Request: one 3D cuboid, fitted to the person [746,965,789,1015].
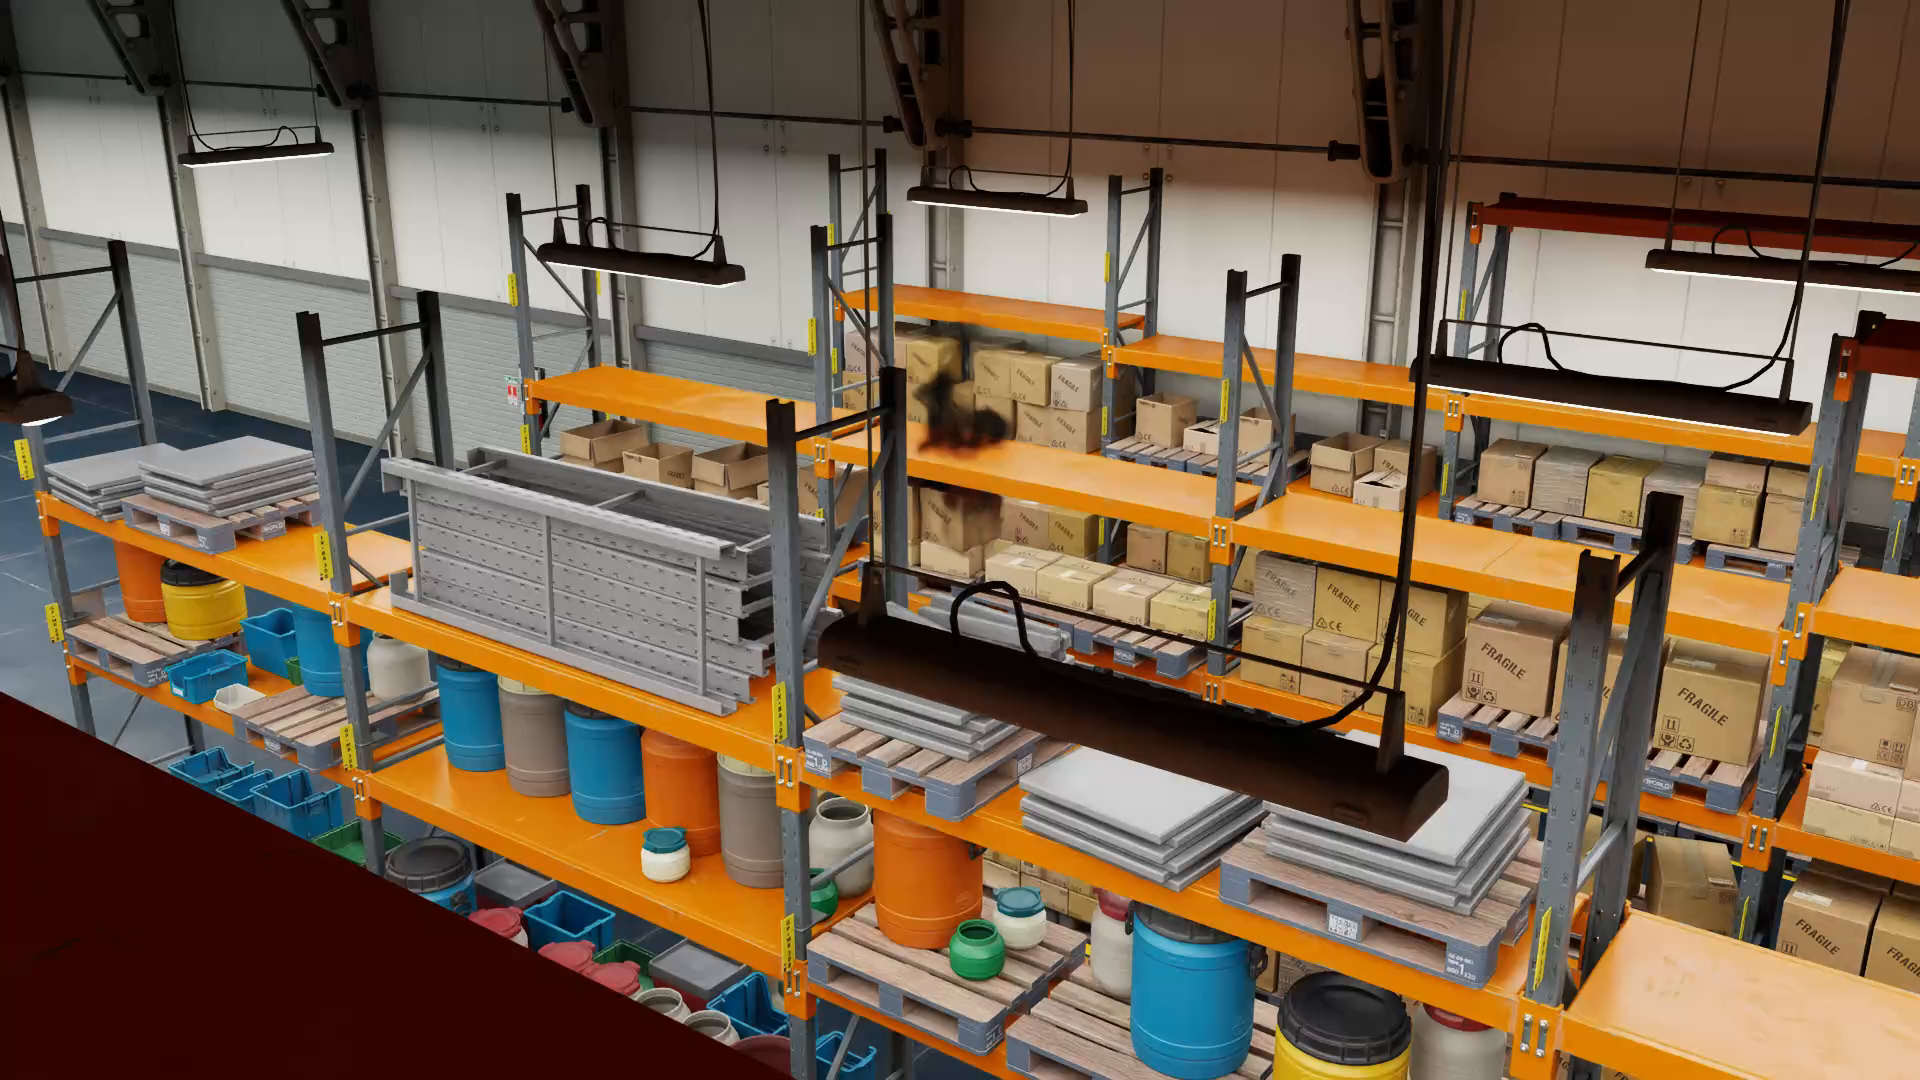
[{"bbox_3d":[-1.501,3.189,12.866,0.801,1.784,0.640,11,21,30],"label":"person"}]
